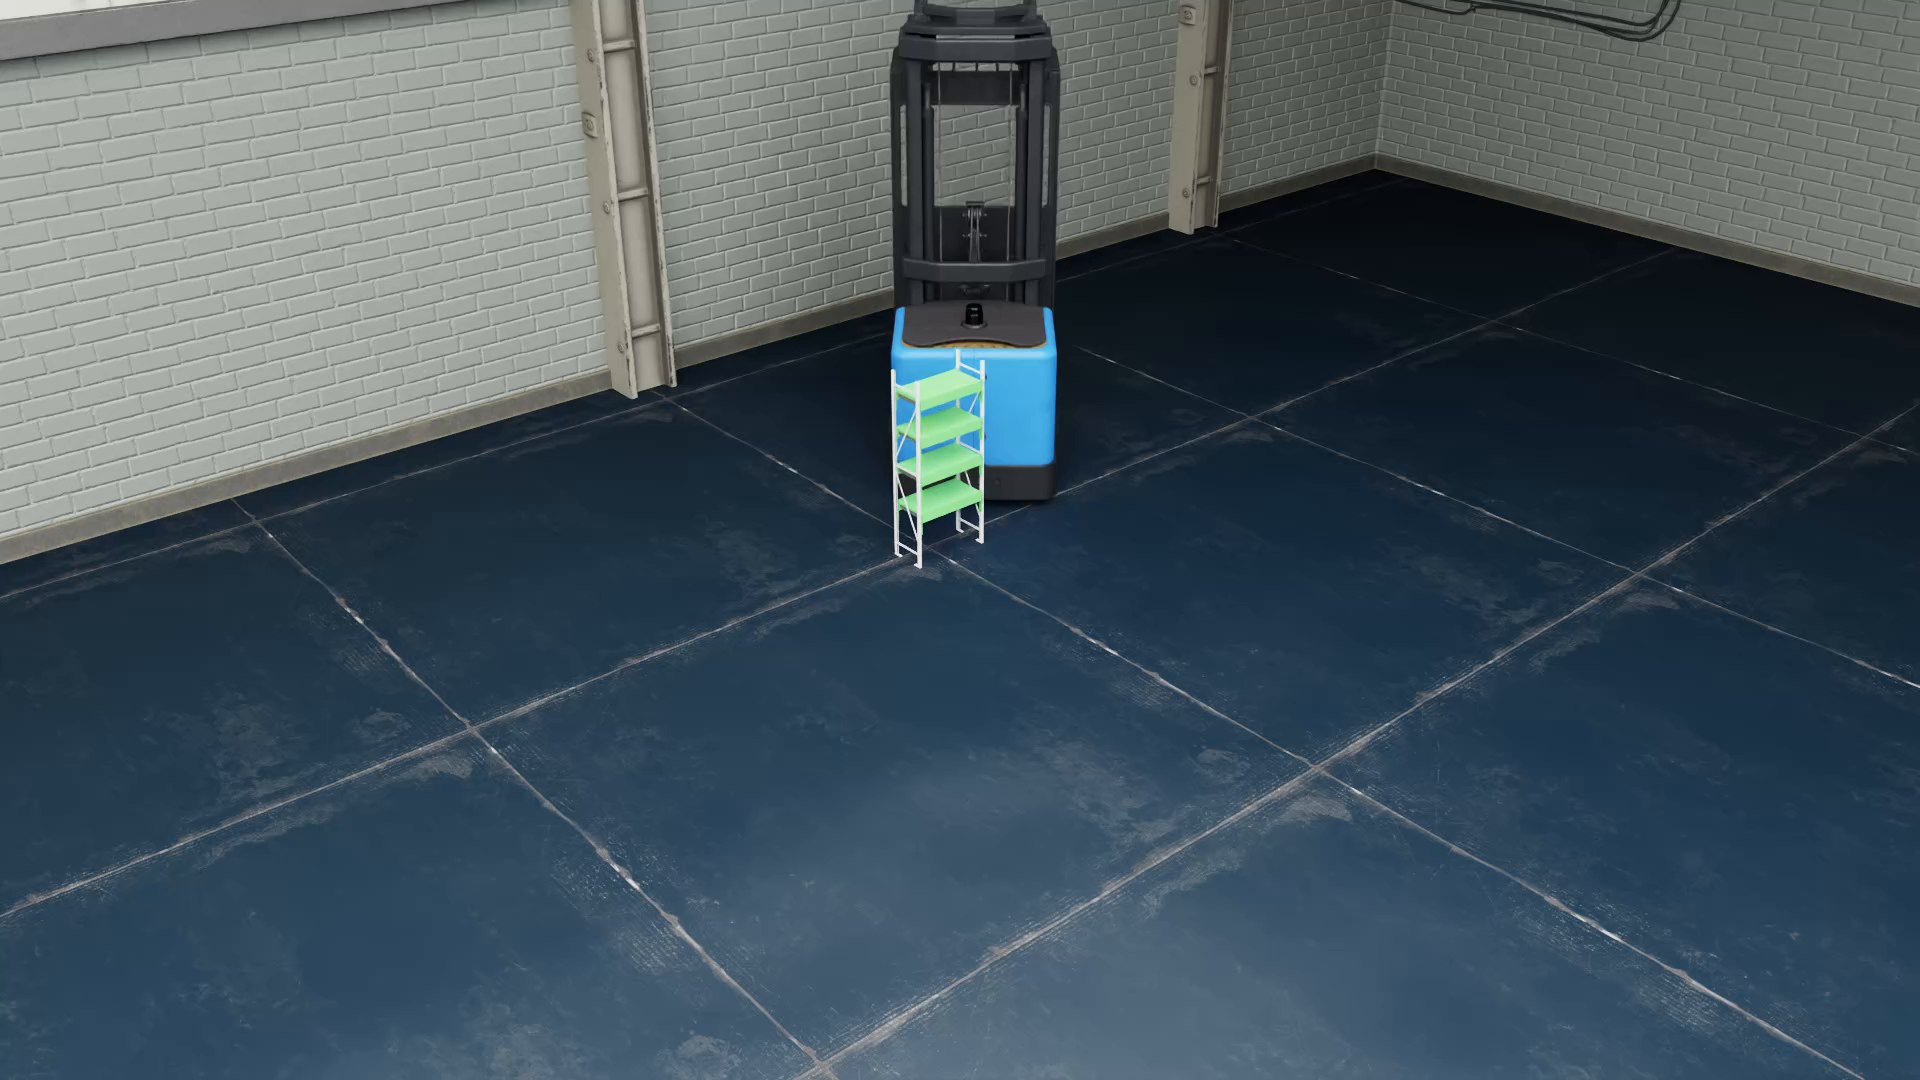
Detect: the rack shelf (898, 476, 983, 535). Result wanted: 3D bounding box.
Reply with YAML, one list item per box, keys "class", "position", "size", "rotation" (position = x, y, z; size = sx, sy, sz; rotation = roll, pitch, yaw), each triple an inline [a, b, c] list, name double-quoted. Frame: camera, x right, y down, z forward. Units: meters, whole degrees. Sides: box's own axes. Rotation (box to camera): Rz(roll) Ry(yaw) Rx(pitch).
- class: "rack shelf"
  position: [-0.126, -0.211, 10.016]
  size: [0.480, 0.148, 0.258]
  rotation: [-22, 35, -35]

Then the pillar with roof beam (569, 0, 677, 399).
- class: "pillar with roof beam"
  position: [0.438, -3.573, 7.388]
  size: [0.400, 9.000, 9.100]
  rotation: [-22, 35, -35]

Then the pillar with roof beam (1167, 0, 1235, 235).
- class: "pillar with roof beam"
  position: [5.003, -5.408, 10.822]
  size: [0.400, 9.000, 9.100]
  rotation: [-22, 35, -35]

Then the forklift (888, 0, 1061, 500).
- class: "forklift"
  position: [0.098, -2.198, 11.253]
  size: [1.130, 2.935, 3.031]
  rotation: [0, 28, 0]

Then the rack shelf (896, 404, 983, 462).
- class: "rack shelf"
  position: [-0.126, -0.634, 9.789]
  size: [0.480, 0.148, 0.258]
  rotation: [-22, 35, -35]

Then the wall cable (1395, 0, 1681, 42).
- class: "wall cable"
  position: [5.308, -6.009, 15.242]
  size: [0.112, 2.526, 3.097]
  rotation: [-22, 35, -35]

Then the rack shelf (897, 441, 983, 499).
- class: "rack shelf"
  position: [-0.126, -0.422, 9.903]
  size: [0.480, 0.148, 0.258]
  rotation: [-22, 35, -35]

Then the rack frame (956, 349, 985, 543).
- class: "rack frame"
  position: [0.060, -0.553, 10.012]
  size: [0.015, 1.200, 0.240]
  rotation: [-22, 35, -35]

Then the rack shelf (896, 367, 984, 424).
- class: "rack shelf"
  position: [-0.126, -0.846, 9.676]
  size: [0.480, 0.148, 0.258]
  rotation: [-22, 35, -35]

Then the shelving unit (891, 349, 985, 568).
- class: "shelving unit"
  position: [-0.126, -0.479, 9.872]
  size: [0.503, 1.200, 0.258]
  rotation: [-22, 35, -35]

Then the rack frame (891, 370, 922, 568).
- class: "rack frame"
  position: [-0.312, -0.404, 9.733]
  size: [0.015, 1.200, 0.240]
  rotation: [-22, 35, -35]
